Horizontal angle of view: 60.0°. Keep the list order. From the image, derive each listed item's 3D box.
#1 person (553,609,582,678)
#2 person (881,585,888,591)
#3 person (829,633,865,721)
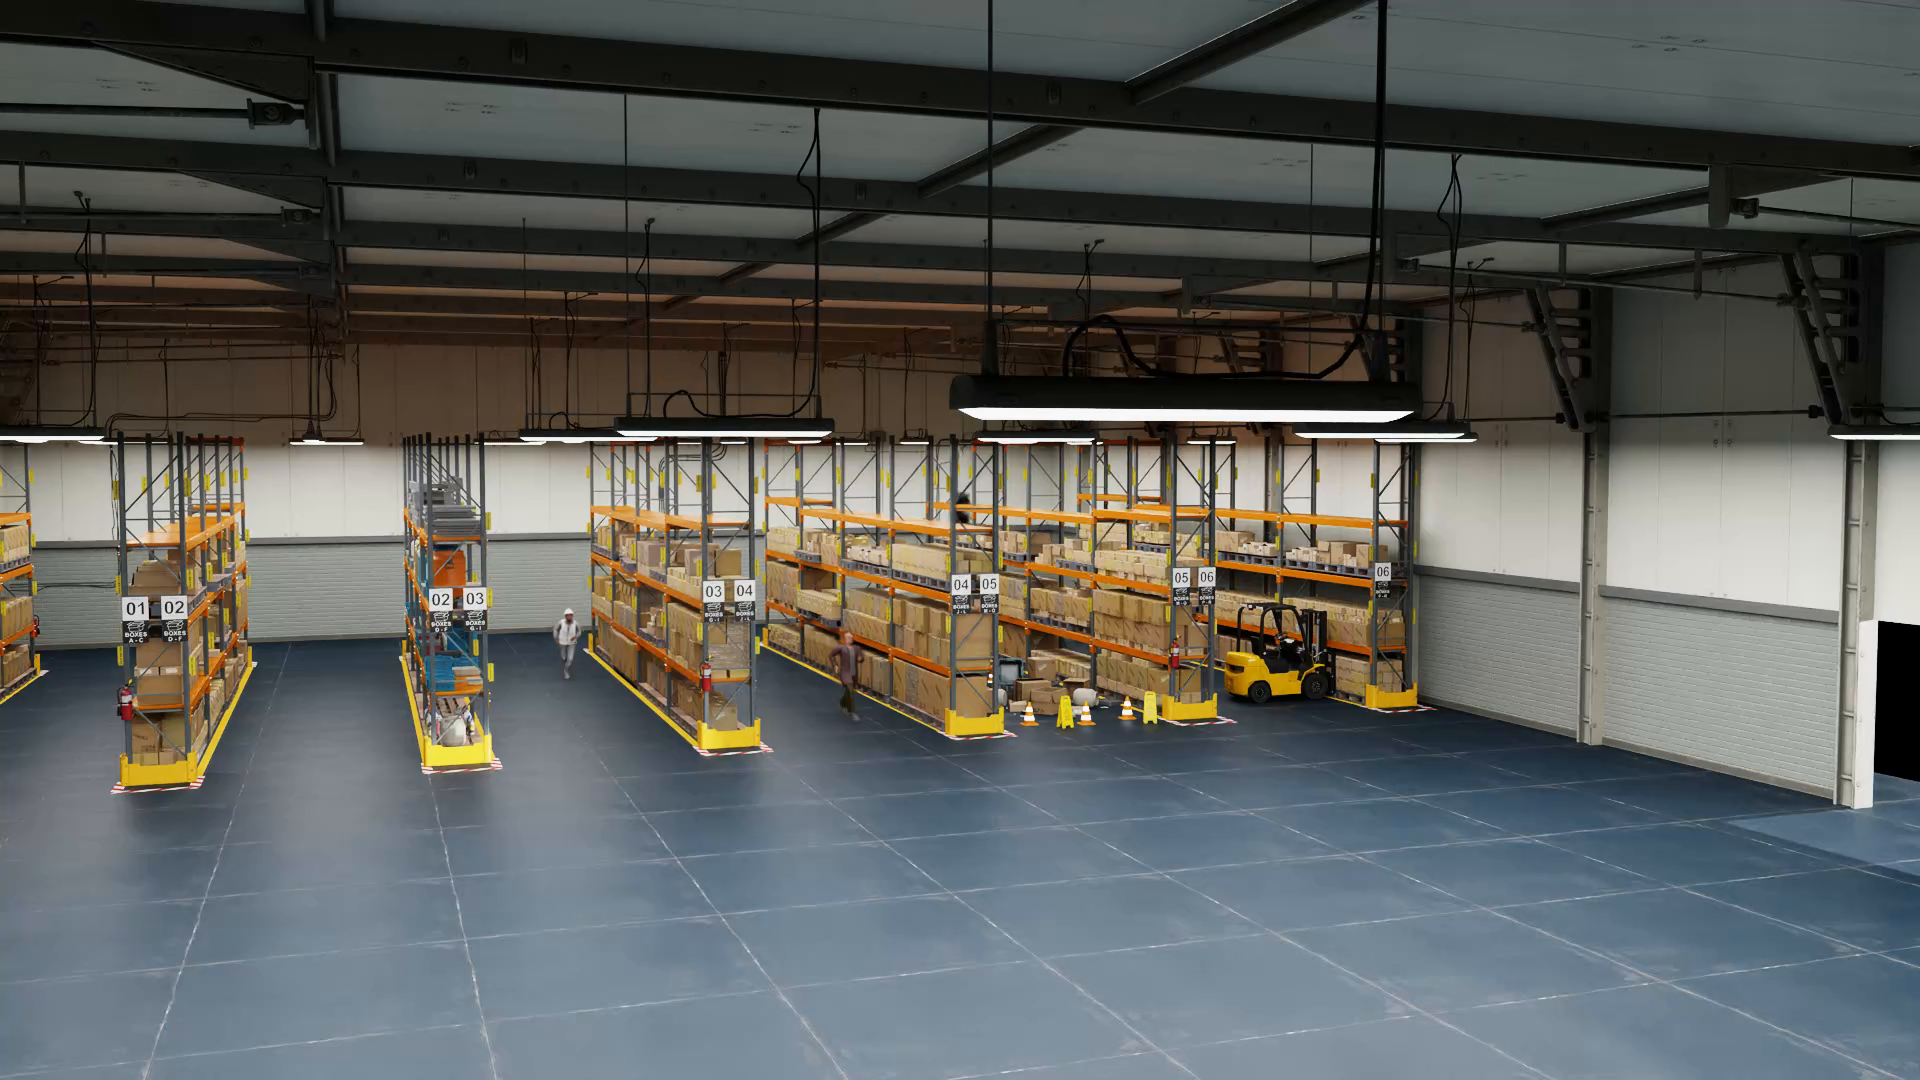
[{"bbox_3d":[-9.780,2.582,41.446,0.694,1.729,0.678,-1,3,-11],"label":"person"},{"bbox_3d":[-2.315,2.085,50.853,0.791,1.692,0.578,-2,4,-29],"label":"person"},{"bbox_3d":[-2.352,2.902,35.191,0.687,1.727,0.988,-2,4,-37],"label":"person"}]
